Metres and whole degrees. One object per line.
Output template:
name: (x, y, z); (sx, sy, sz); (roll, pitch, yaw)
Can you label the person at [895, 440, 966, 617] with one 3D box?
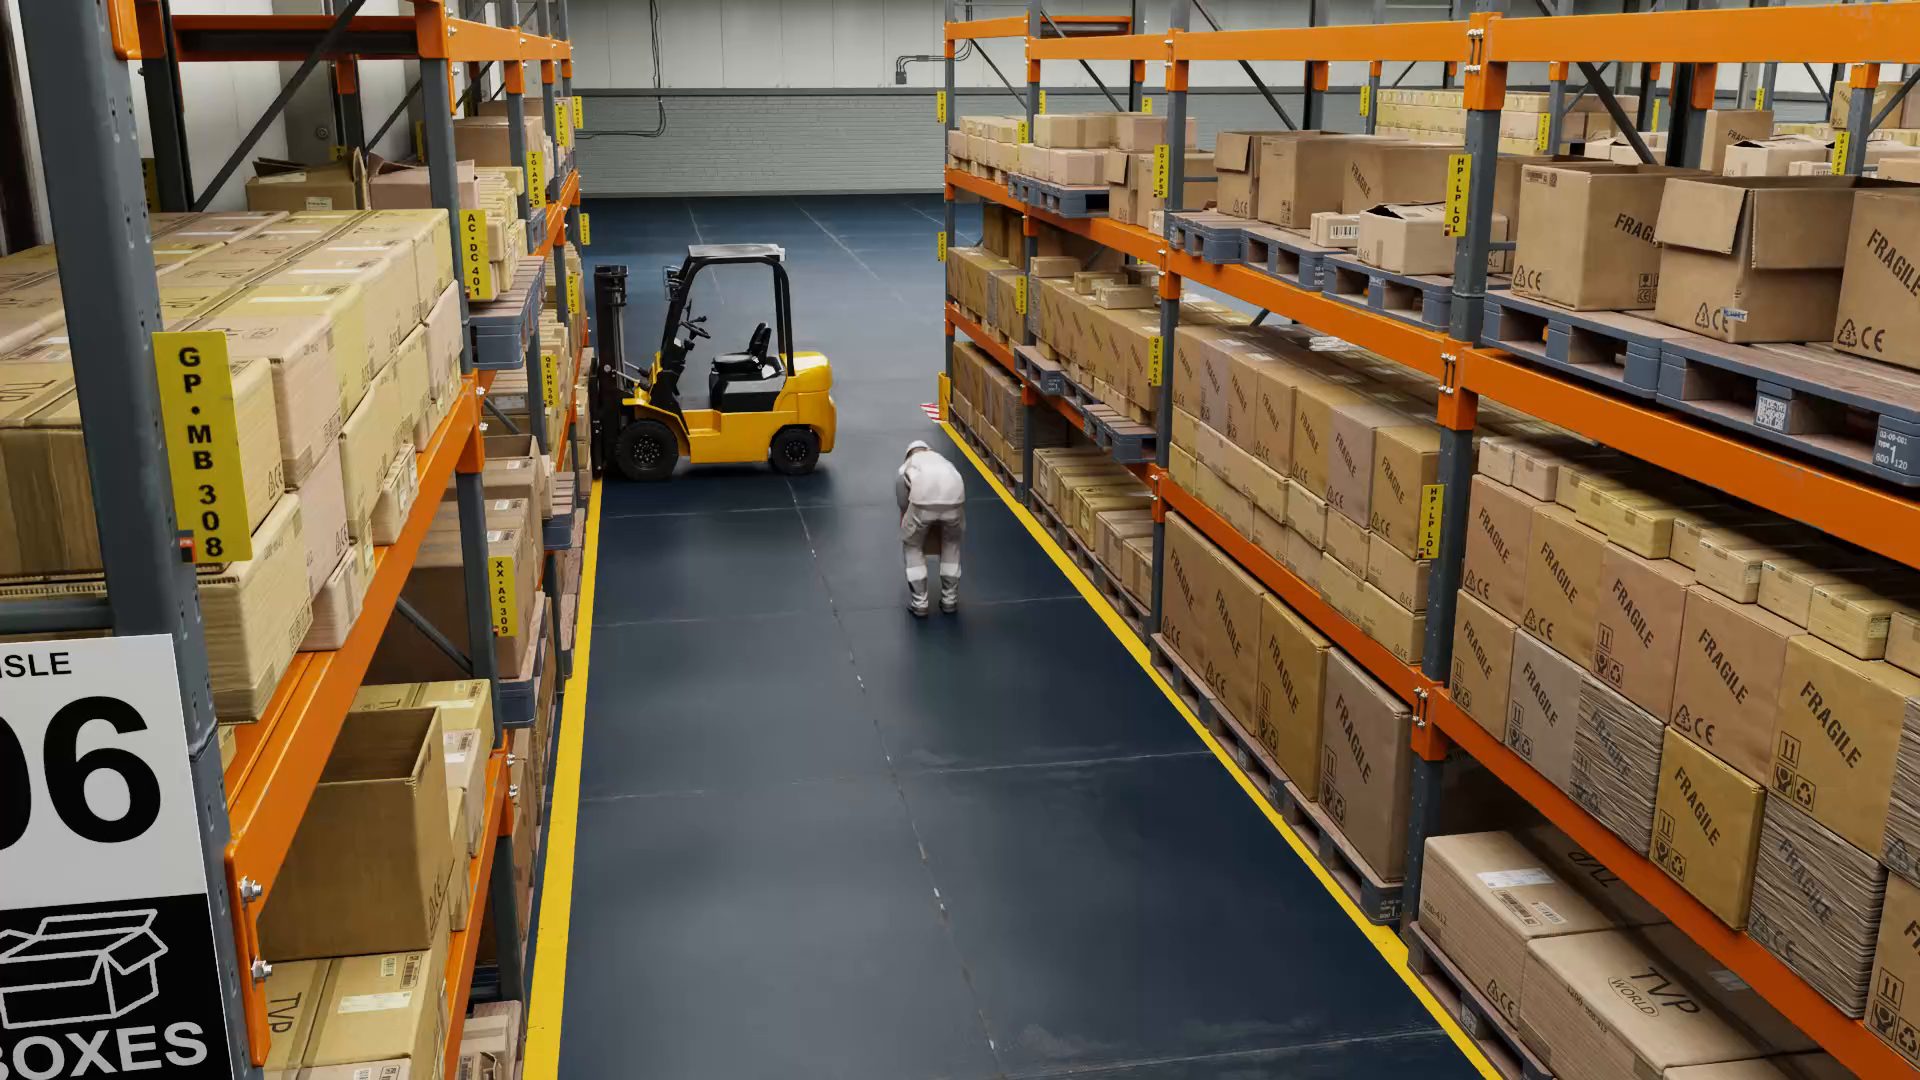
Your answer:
person: (-0.241, -0.094, 12.425); (0.492, 1.166, 0.958); (-4, 17, -12)
